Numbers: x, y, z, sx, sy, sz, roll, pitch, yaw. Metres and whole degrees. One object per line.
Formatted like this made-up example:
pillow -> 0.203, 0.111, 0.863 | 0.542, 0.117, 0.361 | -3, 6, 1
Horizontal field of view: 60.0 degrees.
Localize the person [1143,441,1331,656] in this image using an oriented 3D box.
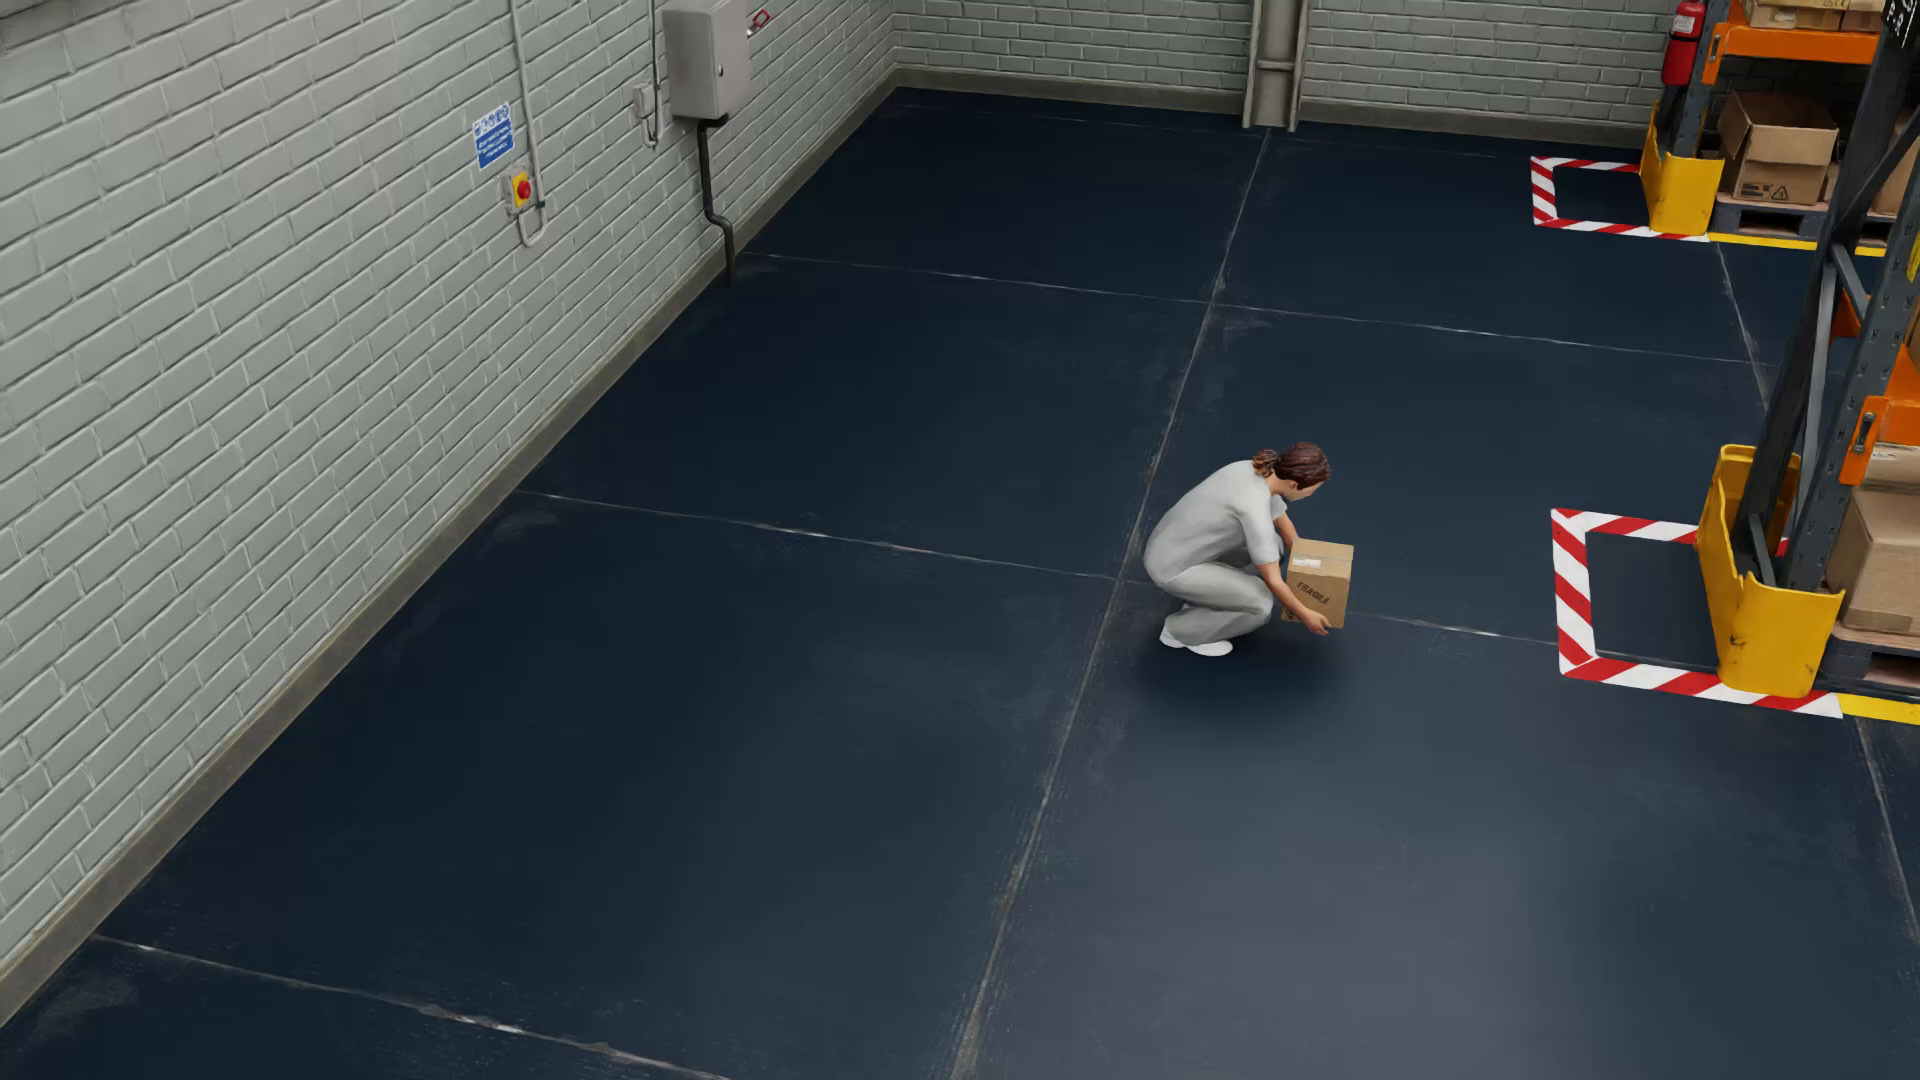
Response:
person -> 1.157, 0.016, 6.801 | 0.792, 0.939, 0.475 | 8, 34, 12
